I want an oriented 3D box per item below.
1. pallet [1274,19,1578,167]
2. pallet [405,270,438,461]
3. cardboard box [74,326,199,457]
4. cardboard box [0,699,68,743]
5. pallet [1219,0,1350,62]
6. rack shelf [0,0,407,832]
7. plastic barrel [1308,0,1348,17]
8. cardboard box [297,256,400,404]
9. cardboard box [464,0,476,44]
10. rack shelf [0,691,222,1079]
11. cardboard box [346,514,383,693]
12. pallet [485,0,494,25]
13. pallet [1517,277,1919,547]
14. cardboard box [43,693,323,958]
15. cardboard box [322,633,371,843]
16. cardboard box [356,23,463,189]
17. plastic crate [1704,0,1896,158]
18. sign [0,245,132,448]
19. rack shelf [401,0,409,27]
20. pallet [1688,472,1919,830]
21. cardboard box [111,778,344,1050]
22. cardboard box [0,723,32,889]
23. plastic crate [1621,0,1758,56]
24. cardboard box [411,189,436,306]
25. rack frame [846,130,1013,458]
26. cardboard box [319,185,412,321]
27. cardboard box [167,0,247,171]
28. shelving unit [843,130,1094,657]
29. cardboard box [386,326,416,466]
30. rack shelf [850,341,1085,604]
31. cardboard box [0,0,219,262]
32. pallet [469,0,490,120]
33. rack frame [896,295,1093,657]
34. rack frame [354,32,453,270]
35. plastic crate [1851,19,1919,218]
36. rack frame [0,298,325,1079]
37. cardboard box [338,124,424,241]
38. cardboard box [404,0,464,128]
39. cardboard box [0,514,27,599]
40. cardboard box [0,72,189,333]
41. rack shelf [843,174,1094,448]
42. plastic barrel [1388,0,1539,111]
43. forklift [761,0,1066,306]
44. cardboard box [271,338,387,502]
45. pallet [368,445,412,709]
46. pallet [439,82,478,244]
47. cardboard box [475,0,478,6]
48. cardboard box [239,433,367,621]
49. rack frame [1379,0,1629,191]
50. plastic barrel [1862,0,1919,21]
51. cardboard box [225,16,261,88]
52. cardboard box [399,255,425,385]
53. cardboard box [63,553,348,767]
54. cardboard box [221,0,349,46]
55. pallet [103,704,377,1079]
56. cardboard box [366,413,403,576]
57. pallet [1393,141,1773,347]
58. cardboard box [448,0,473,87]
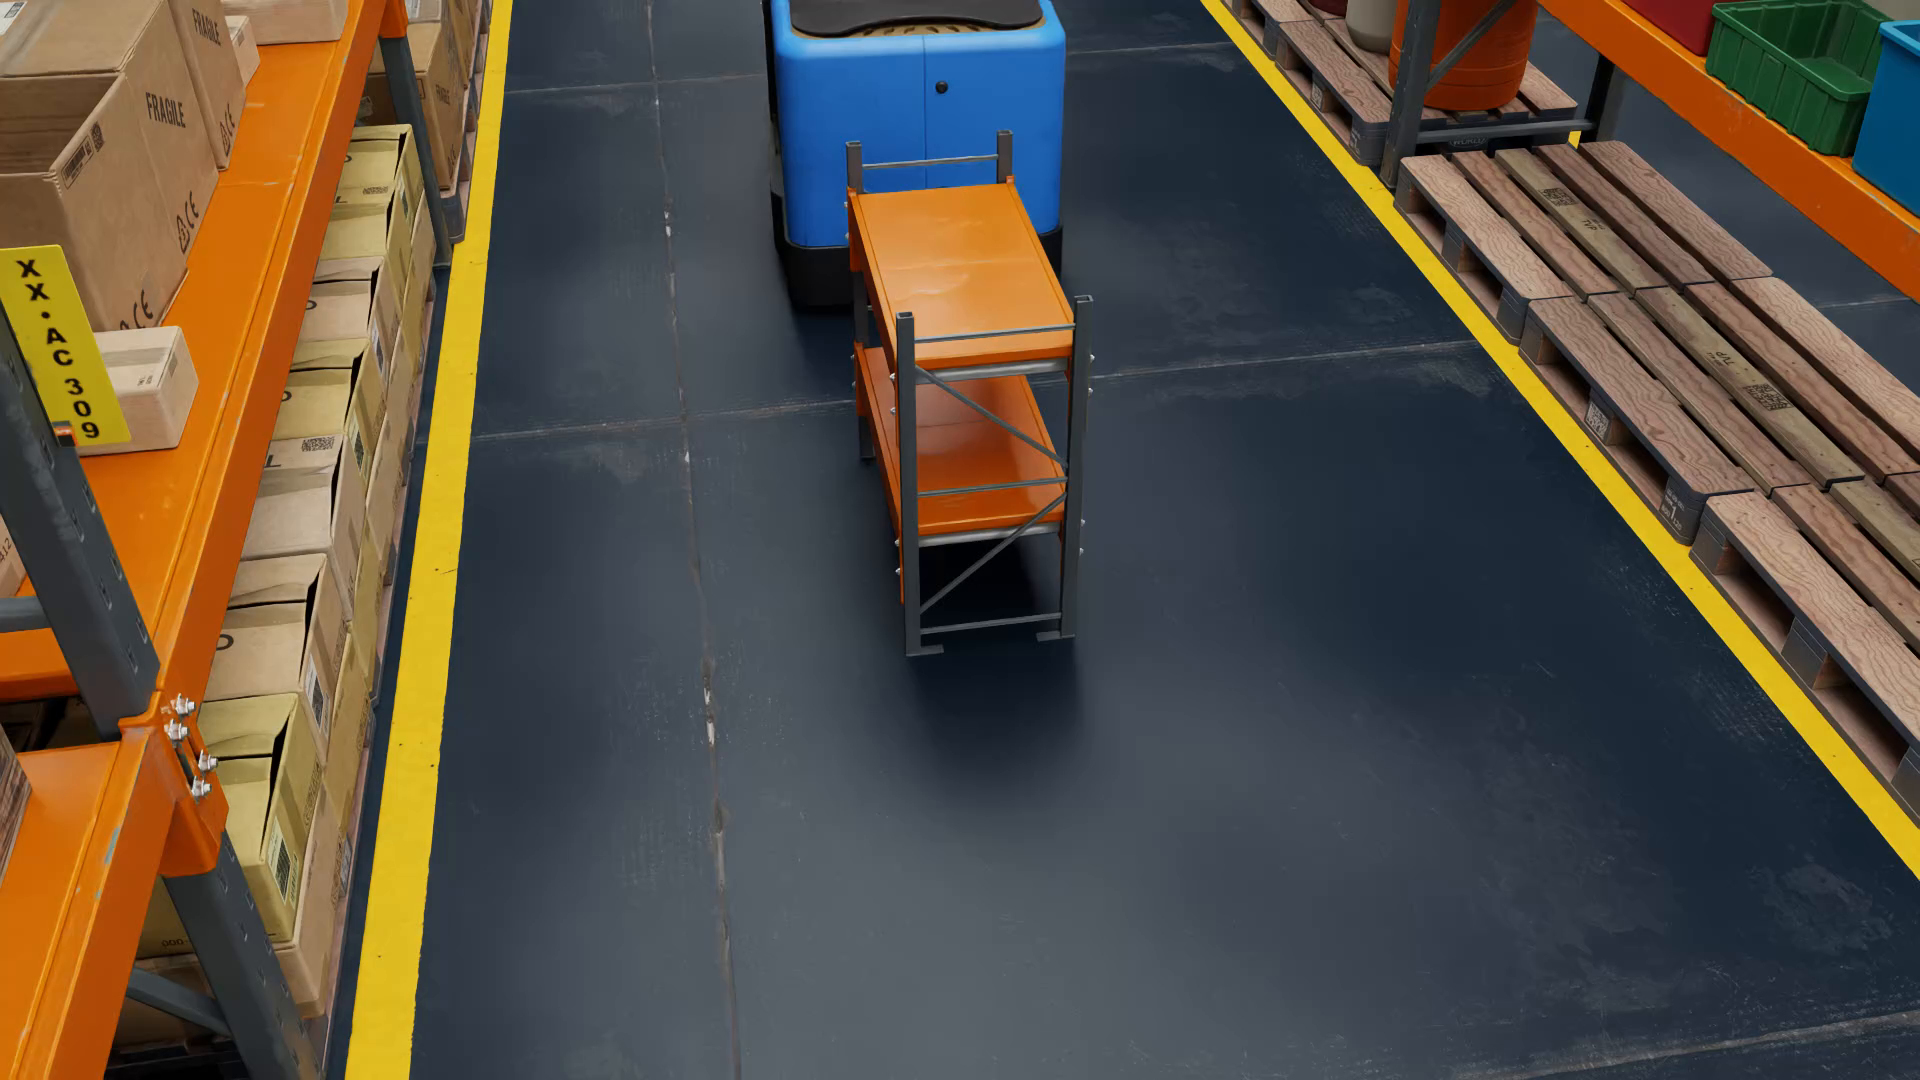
[{"bbox_3d":[2.160,-2.156,7.853,1.003,0.211,1.213,-6,38,-8],"label":"pallet"},{"bbox_3d":[-2.432,-0.652,5.918,1.003,0.211,1.213,-6,38,-8],"label":"pallet"},{"bbox_3d":[-1.791,-0.297,3.392,0.380,0.149,0.250,-6,38,-8],"label":"cardboard box"},{"bbox_3d":[-2.287,0.332,3.819,0.500,0.311,0.500,-5,38,-7],"label":"cardboard box"},{"bbox_3d":[1.950,-2.891,8.800,1.003,0.211,1.213,-6,38,-8],"label":"pallet"},{"bbox_3d":[-2.187,-0.763,4.373,1.077,0.370,4.000,-6,38,-8],"label":"rack shelf"},{"bbox_3d":[2.039,-2.975,8.257,0.600,0.588,0.708,-6,38,-8],"label":"plastic barrel"},{"bbox_3d":[-2.020,-0.648,5.081,0.500,0.311,0.500,-6,38,-8],"label":"cardboard box"},{"bbox_3d":[-2.613,-2.681,7.935,0.500,0.500,0.500,-7,38,-9],"label":"cardboard box"},{"bbox_3d":[-1.486,1.653,1.263,1.077,0.370,4.000,-6,38,-8],"label":"rack shelf"},{"bbox_3d":[-1.845,0.189,4.460,0.500,0.250,0.500,-7,38,-9],"label":"cardboard box"},{"bbox_3d":[-3.059,-3.082,9.046,1.003,0.211,1.213,-6,38,-8],"label":"pallet"},{"bbox_3d":[2.647,-0.477,5.692,1.003,0.211,1.213,-6,38,-8],"label":"pallet"},{"bbox_3d":[-1.664,0.583,3.496,0.500,0.311,0.500,-6,38,-8],"label":"cardboard box"},{"bbox_3d":[-1.752,0.502,4.058,0.500,0.250,0.500,-5,38,-7],"label":"cardboard box"},{"bbox_3d":[-2.336,-1.747,6.733,0.500,0.500,0.500,-5,38,-6],"label":"cardboard box"},{"bbox_3d":[2.457,-1.307,4.660,0.450,0.188,0.662,-6,38,-8],"label":"plastic crate"},{"bbox_3d":[-1.291,-0.273,2.386,0.100,0.325,0.005,-6,38,-8],"label":"sign"},{"bbox_3d":[-2.889,-3.179,7.483,1.077,0.370,4.000,-6,38,-8],"label":"rack shelf"},{"bbox_3d":[2.865,0.262,4.741,1.003,0.211,1.213,-6,38,-8],"label":"pallet"},{"bbox_3d":[-1.664,0.811,3.660,0.500,0.250,0.500,-7,38,-9],"label":"cardboard box"},{"bbox_3d":[-1.753,0.389,2.223,0.700,0.500,0.500,-7,38,-9],"label":"cardboard box"},{"bbox_3d":[2.321,-1.802,5.072,0.402,0.464,0.583,-6,38,-8],"label":"plastic crate"},{"bbox_3d":[-2.206,-1.043,6.047,0.500,0.250,0.500,-5,38,-7],"label":"cardboard box"},{"bbox_3d":[-0.090,-0.755,5.305,0.500,1.125,0.032,-6,38,-8],"label":"rack frame"},{"bbox_3d":[-2.106,-0.953,5.474,0.500,0.311,0.500,-7,38,-9],"label":"cardboard box"},{"bbox_3d":[-2.228,-1.283,4.375,0.500,0.500,0.500,-8,39,-10],"label":"cardboard box"},{"bbox_3d":[-0.001,-0.448,4.910,0.538,1.125,1.048,-6,38,-8],"label":"shelving unit"},{"bbox_3d":[-2.027,-0.428,5.255,0.500,0.250,0.500,-5,38,-7],"label":"cardboard box"},{"bbox_3d":[-0.001,-0.255,5.060,0.538,0.278,1.000,-6,38,-8],"label":"rack shelf"},{"bbox_3d":[-2.135,-0.965,3.965,0.500,0.500,0.500,-6,38,-8],"label":"cardboard box"},{"bbox_3d":[-2.842,-2.344,8.095,1.003,0.211,1.213,-6,38,-8],"label":"pallet"},{"bbox_3d":[0.088,-0.141,4.515,0.500,1.125,0.032,-6,38,-8],"label":"rack frame"},{"bbox_3d":[-2.538,-2.255,5.708,1.000,3.000,0.127,-6,38,-8],"label":"rack frame"},{"bbox_3d":[2.541,-0.996,4.100,0.392,0.384,0.575,-6,38,-8],"label":"plastic crate"},{"bbox_3d":[-1.840,0.161,2.597,0.949,2.616,0.053,-6,38,-8],"label":"rack frame"},{"bbox_3d":[-2.204,-1.267,5.877,0.500,0.311,0.500,-5,38,-7],"label":"cardboard box"},{"bbox_3d":[-2.434,-2.063,7.139,0.500,0.500,0.500,-8,38,-10],"label":"cardboard box"},{"bbox_3d":[-1.966,-0.072,3.020,0.500,0.250,0.500,-4,38,-5],"label":"cardboard box"},{"bbox_3d":[-2.048,-0.662,3.576,0.500,0.500,0.500,-4,38,-5],"label":"cardboard box"},{"bbox_3d":[-0.001,-0.679,4.731,0.538,0.278,1.000,-6,38,-8],"label":"rack shelf"},{"bbox_3d":[2.237,-2.388,7.305,0.600,0.830,0.708,-6,38,-8],"label":"plastic barrel"},{"bbox_3d":[-0.303,-2.937,6.642,1.130,2.935,3.031,-4,38,-5],"label":"forklift"},{"bbox_3d":[-1.935,-0.345,4.691,0.500,0.311,0.500,-5,38,-7],"label":"cardboard box"},{"bbox_3d":[-2.222,0.083,4.971,1.003,0.211,1.213,-6,38,-8],"label":"pallet"},{"bbox_3d":[-2.632,-1.609,7.149,1.003,0.211,1.213,-6,38,-8],"label":"pallet"},{"bbox_3d":[-2.705,-2.988,8.330,0.500,0.500,0.500,-6,38,-7],"label":"cardboard box"},{"bbox_3d":[-1.838,-0.032,4.288,0.500,0.311,0.500,-7,38,-9],"label":"cardboard box"},{"bbox_3d":[2.339,-2.785,6.390,1.000,3.000,0.127,-6,38,-8],"label":"rack frame"},{"bbox_3d":[2.884,-1.729,4.920,0.433,0.535,0.433,0,38,0],"label":"plastic barrel"},{"bbox_3d":[-2.259,-1.392,4.801,0.380,0.149,0.250,-4,38,-5],"label":"cardboard box"},{"bbox_3d":[-2.112,-0.732,5.647,0.500,0.250,0.500,-7,38,-8],"label":"cardboard box"},{"bbox_3d":[-1.747,0.280,3.886,0.500,0.311,0.500,-7,38,-8],"label":"cardboard box"},{"bbox_3d":[-2.108,-1.642,5.124,0.380,0.149,0.250,-6,38,-8],"label":"cardboard box"},{"bbox_3d":[-2.004,0.821,4.021,1.003,0.211,1.213,-6,38,-8],"label":"pallet"},{"bbox_3d":[-1.934,-0.118,4.856,0.500,0.250,0.500,-6,38,-7],"label":"cardboard box"},{"bbox_3d":[2.437,-1.212,6.638,1.003,0.211,1.213,-6,38,-8],"label":"pallet"},{"bbox_3d":[-2.517,-2.366,7.530,0.500,0.500,0.500,-7,38,-9],"label":"cardboard box"}]
